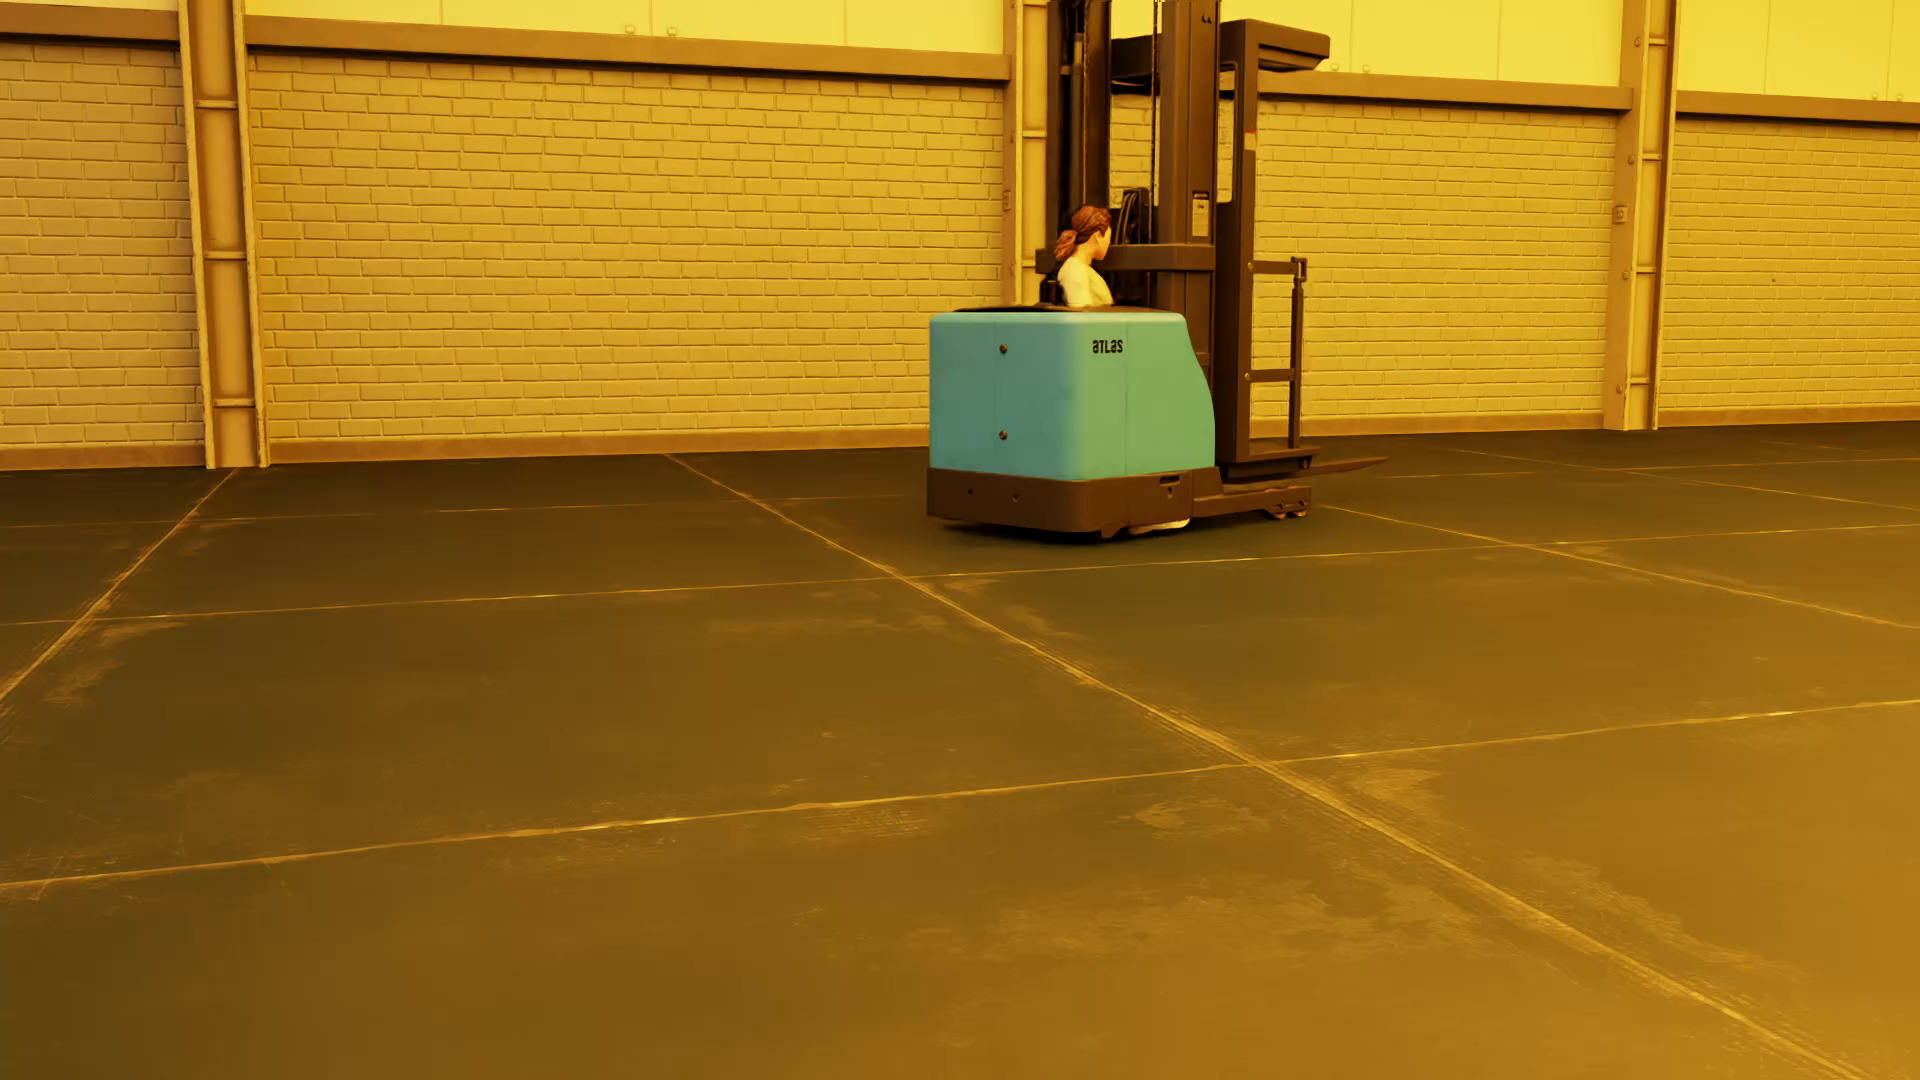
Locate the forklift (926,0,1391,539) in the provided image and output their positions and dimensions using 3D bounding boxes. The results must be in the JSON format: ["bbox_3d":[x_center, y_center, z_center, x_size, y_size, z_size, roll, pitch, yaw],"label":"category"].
[{"bbox_3d":[1.233,-1.602,8.825,3.031,2.935,1.130,-8,11,-44],"label":"forklift"}]

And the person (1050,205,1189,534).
[{"bbox_3d":[0.768,-0.845,8.242,0.756,1.601,0.641,1,8,7],"label":"person"}]
